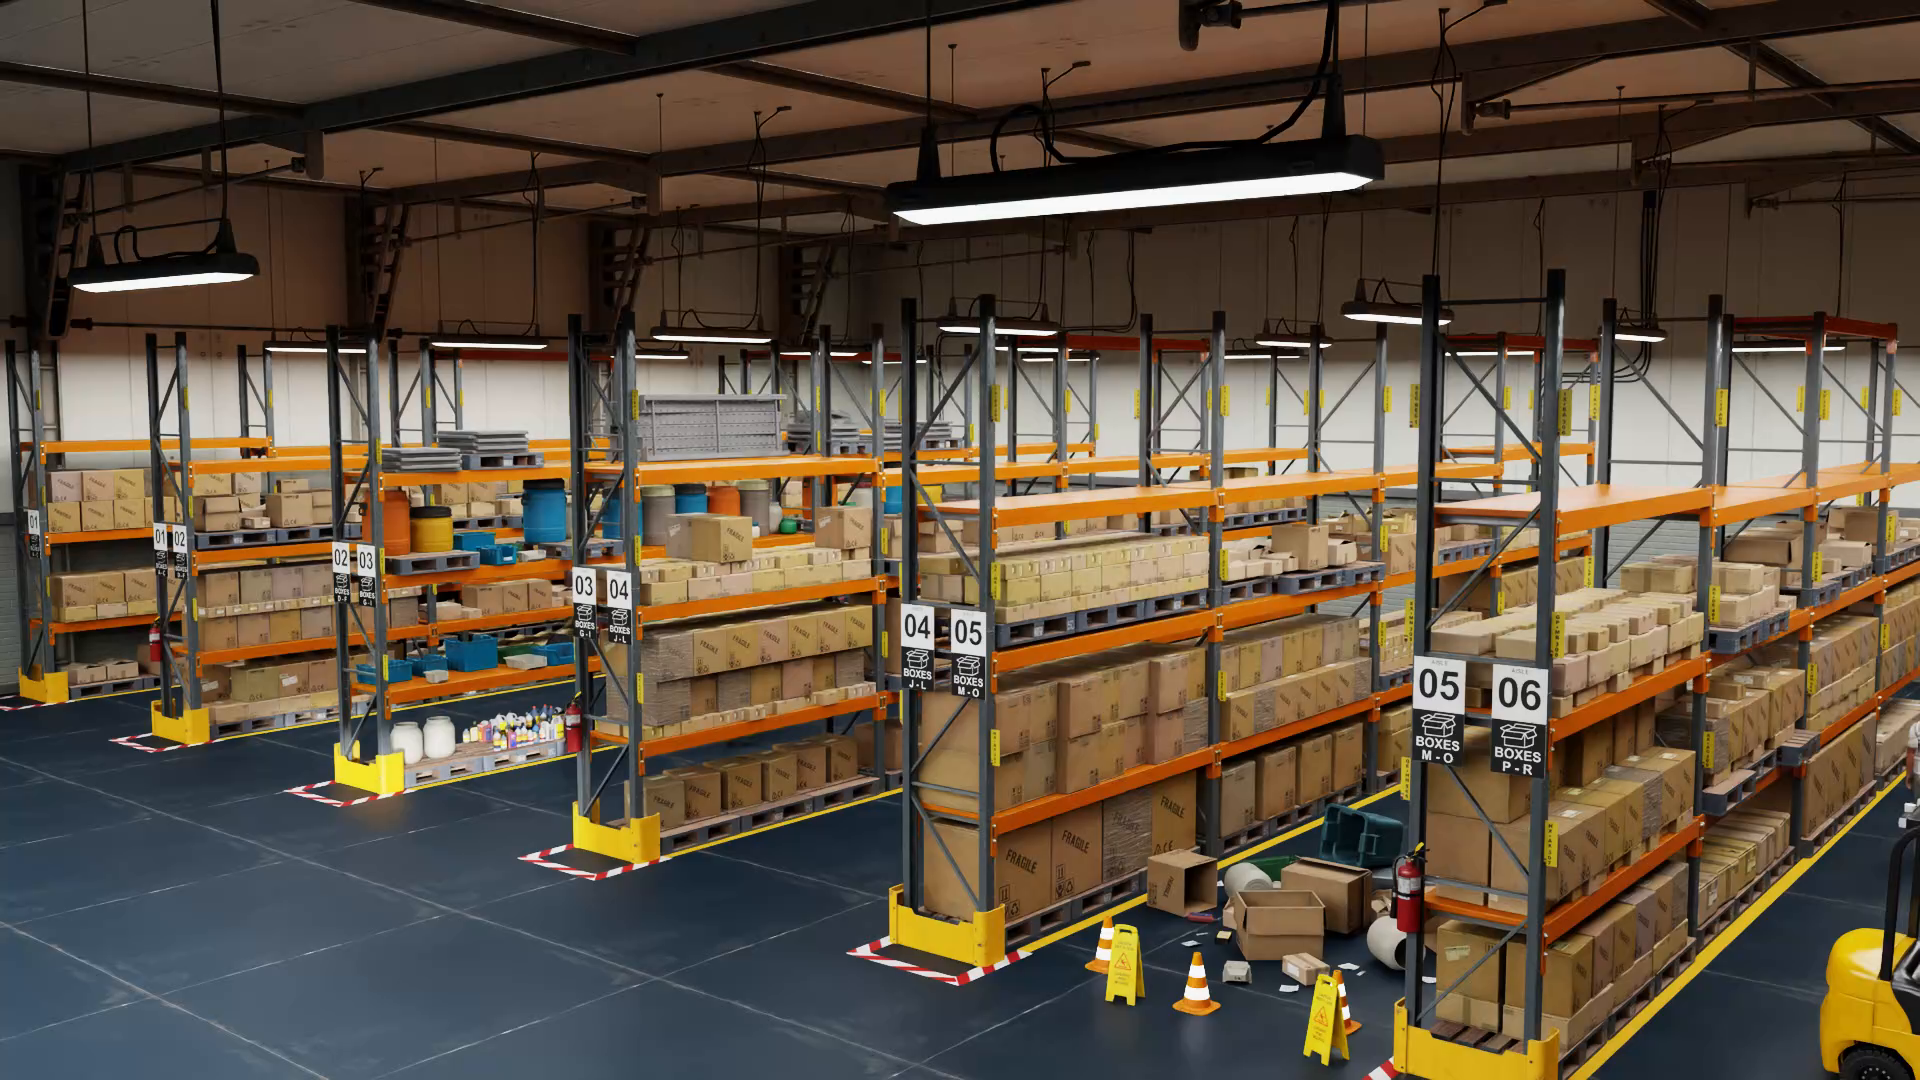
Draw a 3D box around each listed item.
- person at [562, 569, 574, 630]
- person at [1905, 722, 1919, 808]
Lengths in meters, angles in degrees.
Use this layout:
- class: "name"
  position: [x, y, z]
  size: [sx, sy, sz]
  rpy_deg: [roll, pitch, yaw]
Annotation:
- class: "person"
  position: [-8.050, 1.179, 34.388]
  size: [0.528, 1.773, 0.611]
  rpy_deg: [-3, 6, -30]
- class: "person"
  position: [10.850, 2.631, 18.514]
  size: [0.575, 1.756, 0.558]
  rpy_deg: [4, 6, 35]
